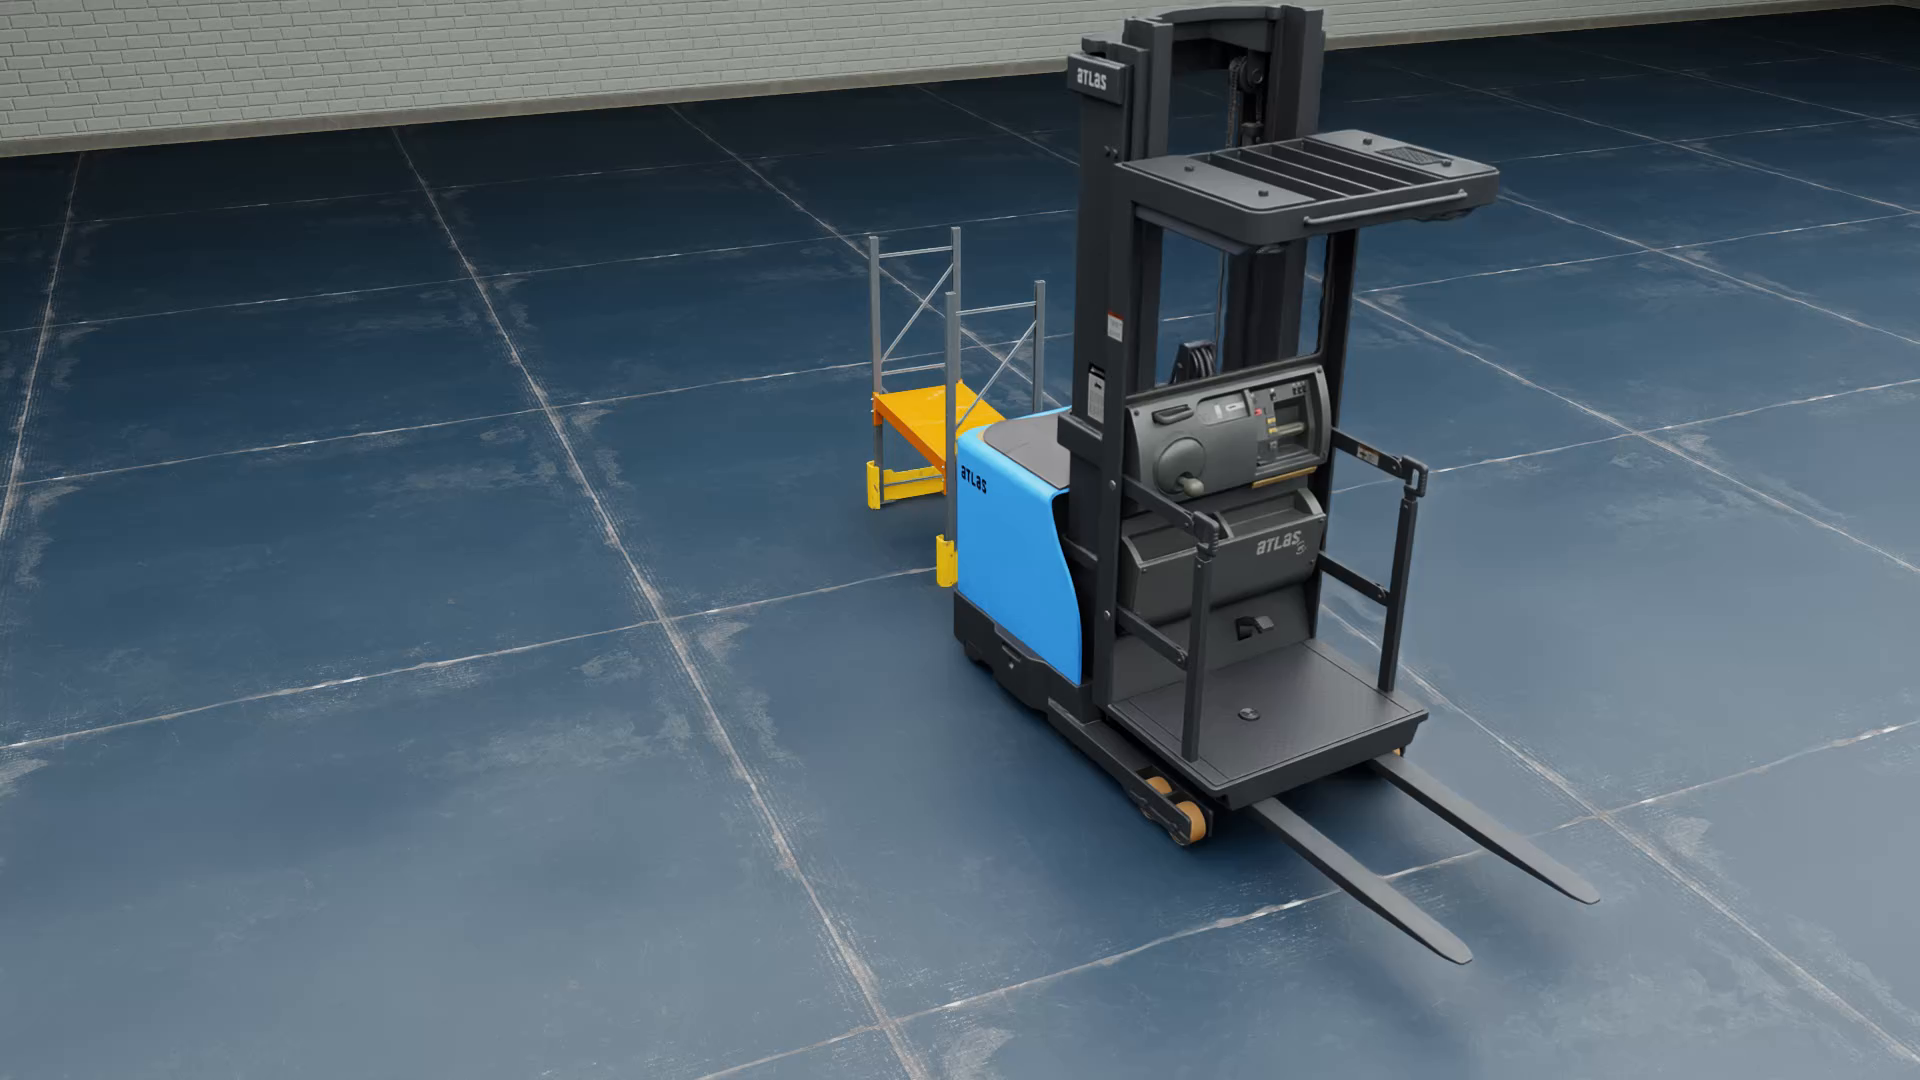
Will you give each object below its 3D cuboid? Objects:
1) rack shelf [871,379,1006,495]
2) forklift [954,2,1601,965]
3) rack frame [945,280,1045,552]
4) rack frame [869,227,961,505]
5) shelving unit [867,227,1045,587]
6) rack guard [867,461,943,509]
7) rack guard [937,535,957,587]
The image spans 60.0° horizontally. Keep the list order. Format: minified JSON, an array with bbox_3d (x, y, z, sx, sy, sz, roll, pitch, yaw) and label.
[{"bbox_3d":[-0.033,-0.547,8.570,0.538,0.185,1.000,-11,28,-21],"label":"rack shelf"},{"bbox_3d":[1.152,-0.382,6.192,1.130,2.935,3.031,-14,30,-27],"label":"forklift"},{"bbox_3d":[0.166,-0.503,8.071,0.500,1.500,0.032,-11,28,-21],"label":"rack frame"},{"bbox_3d":[-0.232,-0.914,8.912,0.500,1.500,0.032,-11,28,-21],"label":"rack frame"},{"bbox_3d":[-0.030,-0.705,8.484,0.587,1.500,1.083,-11,28,-21],"label":"shelving unit"},{"bbox_3d":[-0.225,-0.344,9.170,0.587,0.250,0.087,-11,28,-21],"label":"rack guard"},{"bbox_3d":[0.165,0.058,8.346,0.587,0.250,0.087,-11,28,-21],"label":"rack guard"}]
